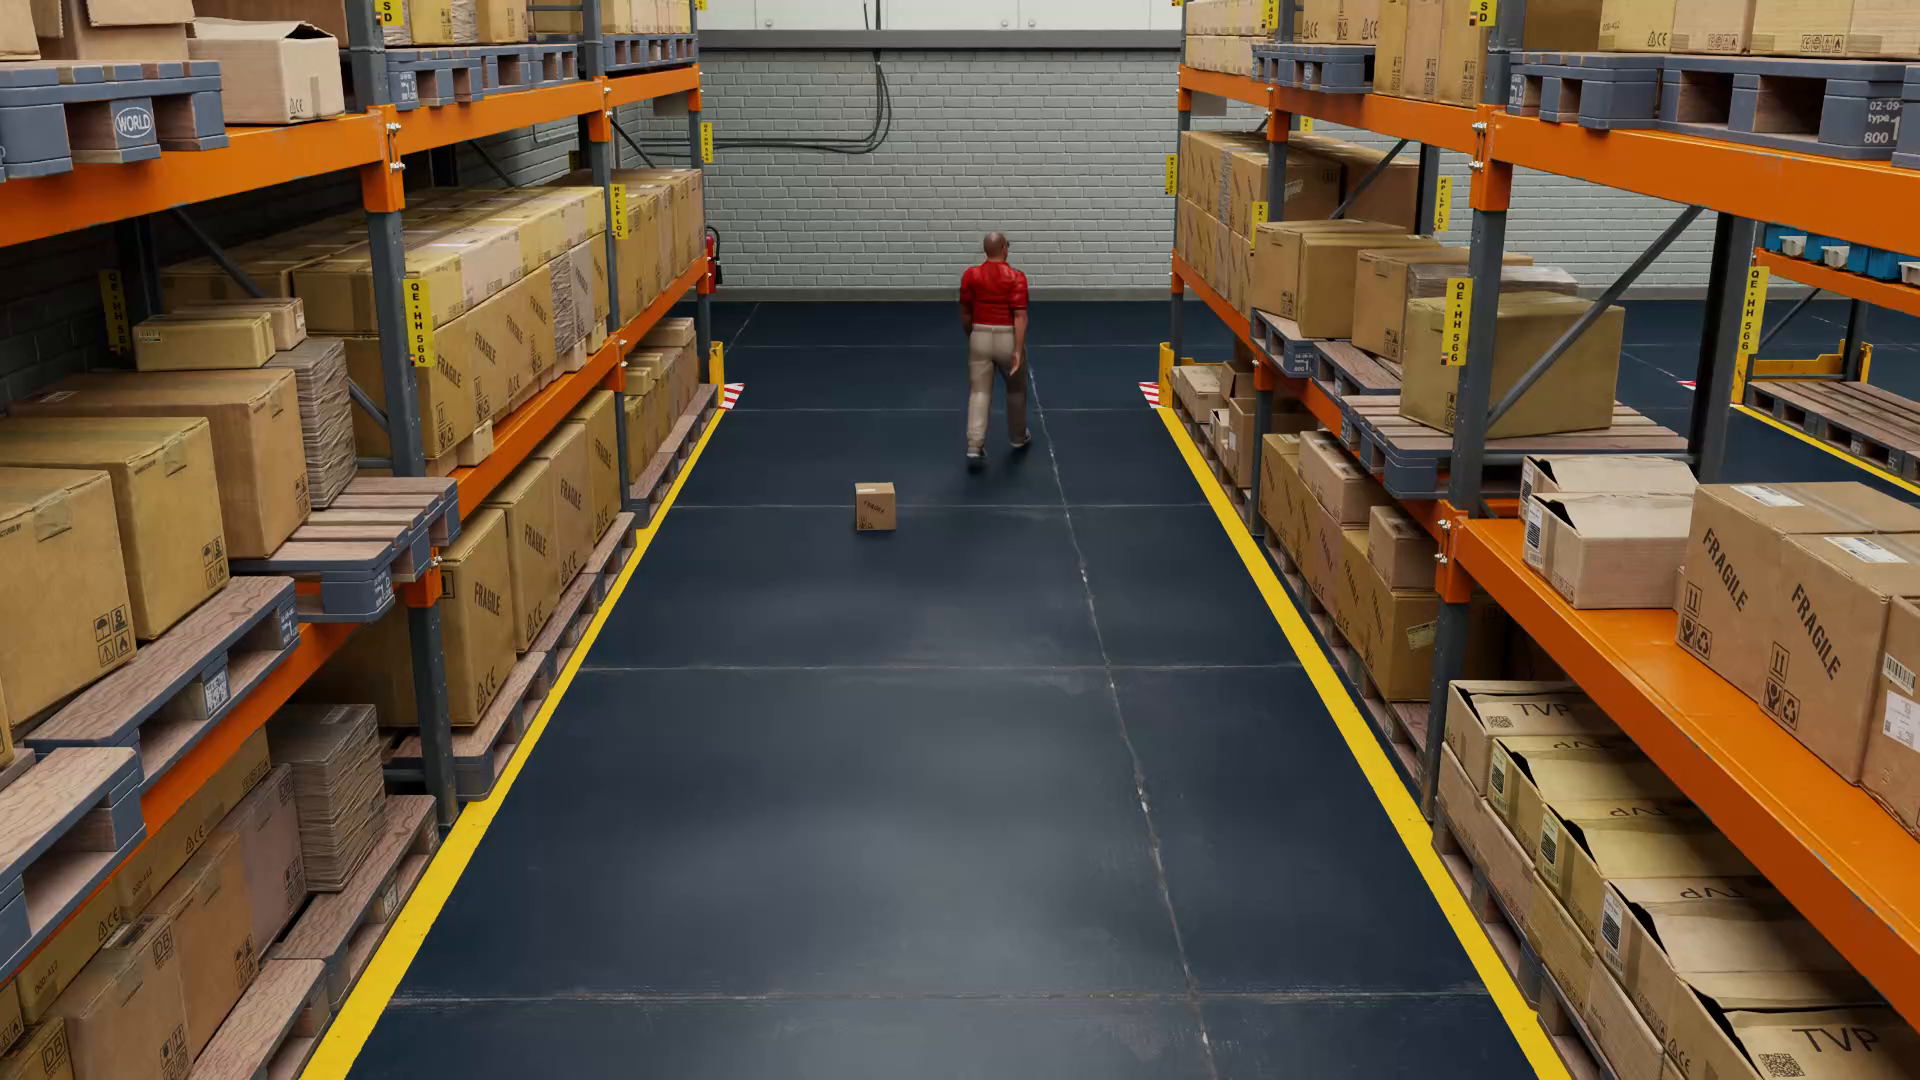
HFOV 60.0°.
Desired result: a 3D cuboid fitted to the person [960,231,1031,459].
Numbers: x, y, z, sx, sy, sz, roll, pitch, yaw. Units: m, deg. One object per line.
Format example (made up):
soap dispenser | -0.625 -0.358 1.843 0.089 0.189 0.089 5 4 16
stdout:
person | 0.265 -1.457 12.335 0.537 1.670 1.034 4 17 12
